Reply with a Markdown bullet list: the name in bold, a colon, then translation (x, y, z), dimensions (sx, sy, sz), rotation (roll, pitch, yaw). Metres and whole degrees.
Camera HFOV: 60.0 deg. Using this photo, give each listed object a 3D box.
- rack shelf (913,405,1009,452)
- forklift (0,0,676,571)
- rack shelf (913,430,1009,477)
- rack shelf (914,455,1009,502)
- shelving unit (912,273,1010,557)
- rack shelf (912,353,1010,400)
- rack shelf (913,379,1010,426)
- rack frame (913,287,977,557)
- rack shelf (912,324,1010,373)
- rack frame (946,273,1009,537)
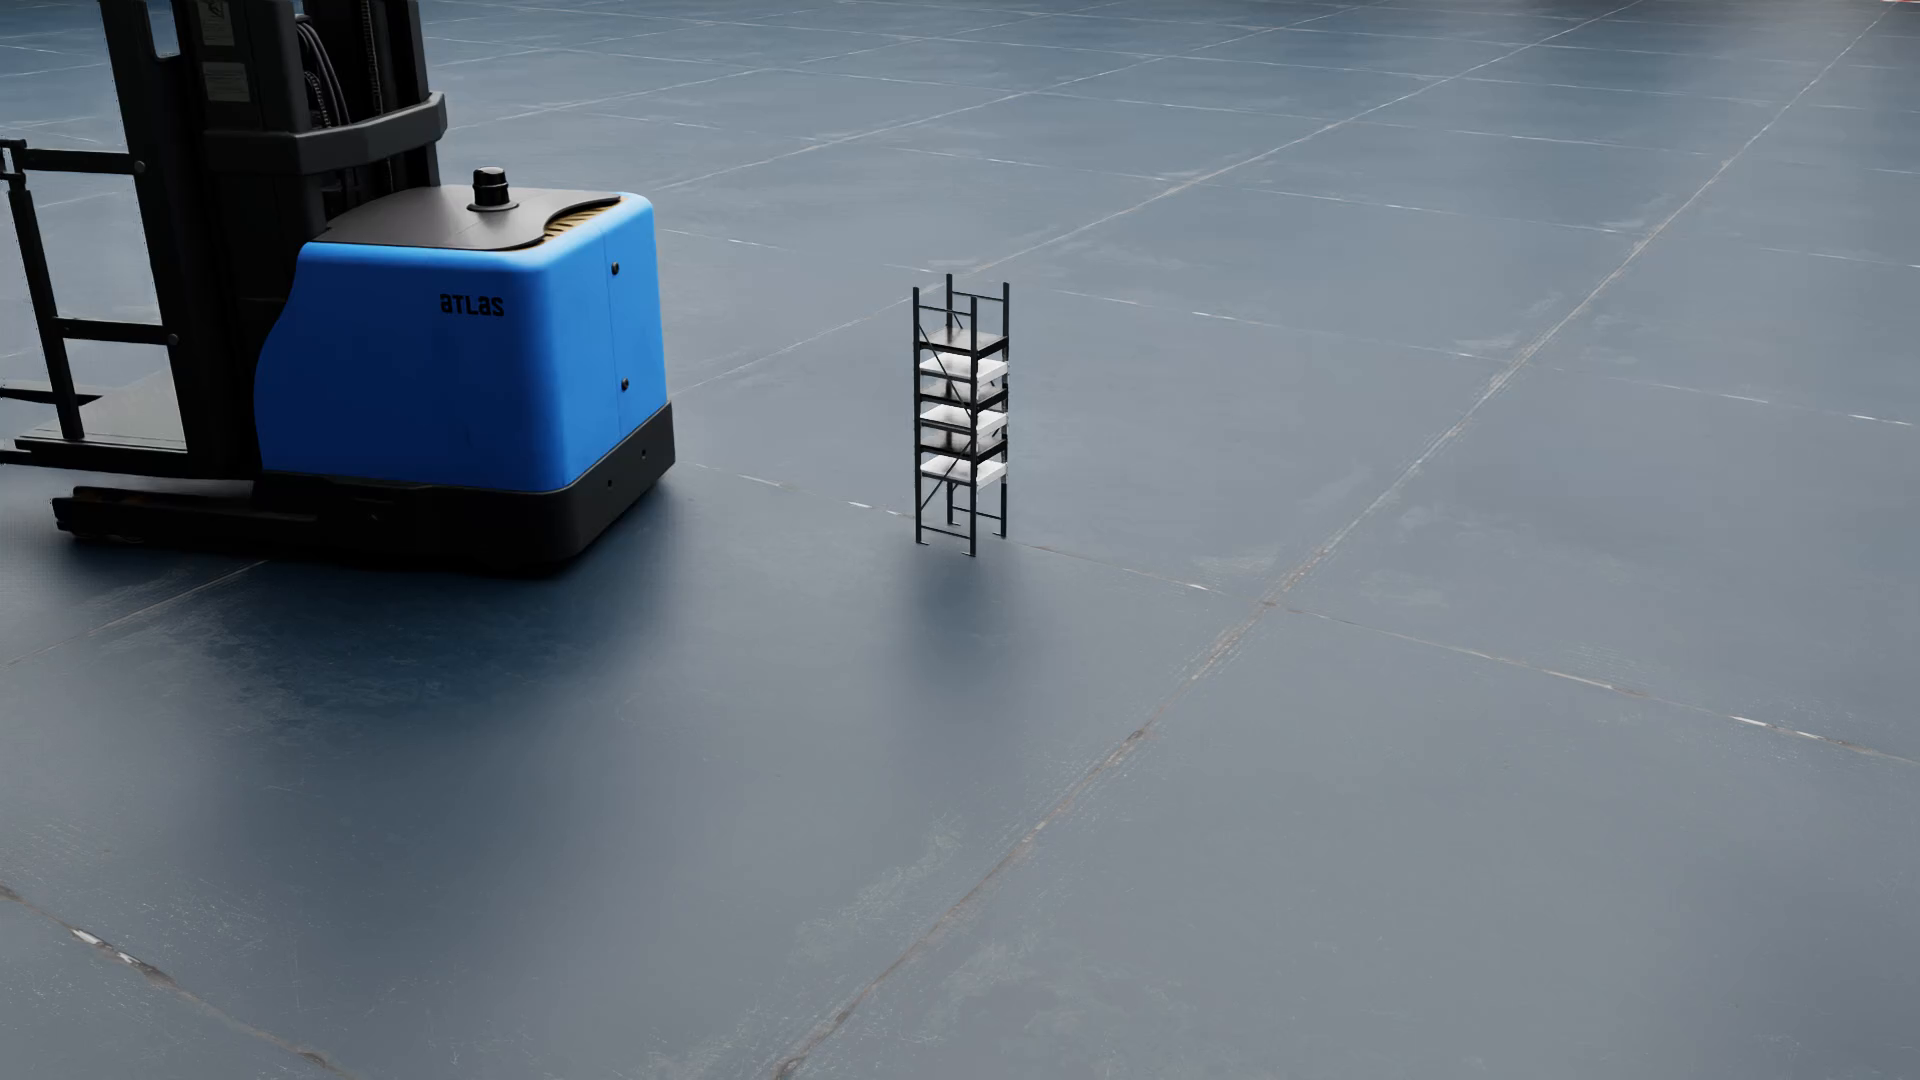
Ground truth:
- **rack shelf**: translation (0.004, -0.385, 5.591), dimensions (0.258, 0.077, 0.200), rotation (14, 27, 29)
- **forklift**: translation (-2.640, -1.530, 5.594), dimensions (3.031, 2.935, 1.130), rotation (5, 24, 11)
- **rack shelf**: translation (0.004, -0.303, 5.627), dimensions (0.258, 0.077, 0.200), rotation (14, 27, 29)
- **rack shelf**: translation (0.004, -0.220, 5.662), dimensions (0.258, 0.077, 0.200), rotation (14, 27, 29)
- **shelving unit**: translation (0.004, -0.416, 5.578), dimensions (0.258, 0.900, 0.210), rotation (14, 27, 29)
- **rack shelf**: translation (0.004, -0.550, 5.519), dimensions (0.258, 0.077, 0.200), rotation (14, 27, 29)
- **rack shelf**: translation (0.004, -0.468, 5.555), dimensions (0.258, 0.077, 0.200), rotation (14, 27, 29)
- **rack frame**: translation (-0.049, -0.381, 5.498), dimensions (0.240, 0.900, 0.006), rotation (14, 27, 29)
- **rack shelf**: translation (0.004, -0.633, 5.484), dimensions (0.258, 0.077, 0.200), rotation (14, 27, 29)
- **rack frame**: translation (0.058, -0.450, 5.657), dimensions (0.240, 0.900, 0.006), rotation (14, 27, 29)
